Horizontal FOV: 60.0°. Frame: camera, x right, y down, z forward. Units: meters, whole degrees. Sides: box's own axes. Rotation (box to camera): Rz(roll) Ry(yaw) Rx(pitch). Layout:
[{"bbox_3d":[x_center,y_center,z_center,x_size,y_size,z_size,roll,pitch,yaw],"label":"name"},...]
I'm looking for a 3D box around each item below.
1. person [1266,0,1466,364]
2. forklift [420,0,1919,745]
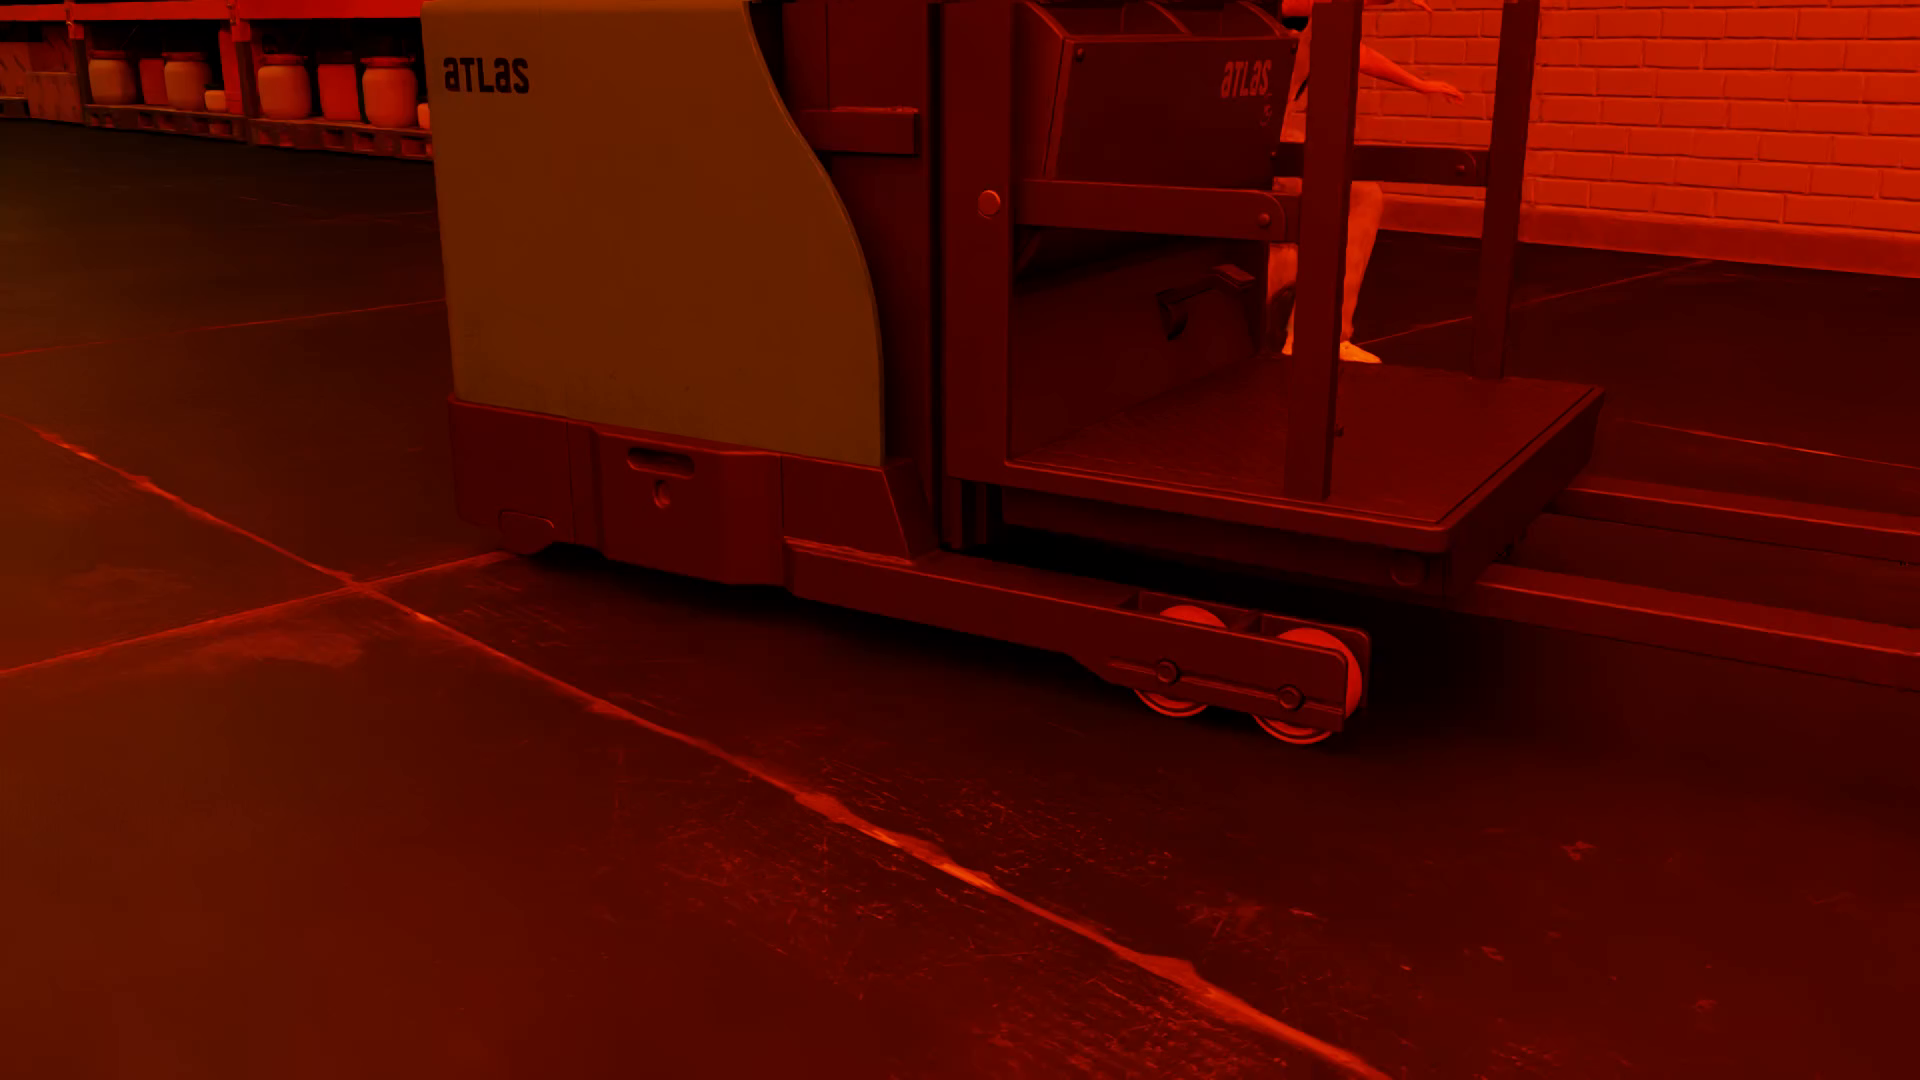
[{"bbox_3d":[1.107,-1.158,4.786,1.016,1.383,0.698,-5,18,-16],"label":"person"},{"bbox_3d":[0.522,-1.281,2.575,3.031,2.935,1.130,10,20,30],"label":"forklift"}]
